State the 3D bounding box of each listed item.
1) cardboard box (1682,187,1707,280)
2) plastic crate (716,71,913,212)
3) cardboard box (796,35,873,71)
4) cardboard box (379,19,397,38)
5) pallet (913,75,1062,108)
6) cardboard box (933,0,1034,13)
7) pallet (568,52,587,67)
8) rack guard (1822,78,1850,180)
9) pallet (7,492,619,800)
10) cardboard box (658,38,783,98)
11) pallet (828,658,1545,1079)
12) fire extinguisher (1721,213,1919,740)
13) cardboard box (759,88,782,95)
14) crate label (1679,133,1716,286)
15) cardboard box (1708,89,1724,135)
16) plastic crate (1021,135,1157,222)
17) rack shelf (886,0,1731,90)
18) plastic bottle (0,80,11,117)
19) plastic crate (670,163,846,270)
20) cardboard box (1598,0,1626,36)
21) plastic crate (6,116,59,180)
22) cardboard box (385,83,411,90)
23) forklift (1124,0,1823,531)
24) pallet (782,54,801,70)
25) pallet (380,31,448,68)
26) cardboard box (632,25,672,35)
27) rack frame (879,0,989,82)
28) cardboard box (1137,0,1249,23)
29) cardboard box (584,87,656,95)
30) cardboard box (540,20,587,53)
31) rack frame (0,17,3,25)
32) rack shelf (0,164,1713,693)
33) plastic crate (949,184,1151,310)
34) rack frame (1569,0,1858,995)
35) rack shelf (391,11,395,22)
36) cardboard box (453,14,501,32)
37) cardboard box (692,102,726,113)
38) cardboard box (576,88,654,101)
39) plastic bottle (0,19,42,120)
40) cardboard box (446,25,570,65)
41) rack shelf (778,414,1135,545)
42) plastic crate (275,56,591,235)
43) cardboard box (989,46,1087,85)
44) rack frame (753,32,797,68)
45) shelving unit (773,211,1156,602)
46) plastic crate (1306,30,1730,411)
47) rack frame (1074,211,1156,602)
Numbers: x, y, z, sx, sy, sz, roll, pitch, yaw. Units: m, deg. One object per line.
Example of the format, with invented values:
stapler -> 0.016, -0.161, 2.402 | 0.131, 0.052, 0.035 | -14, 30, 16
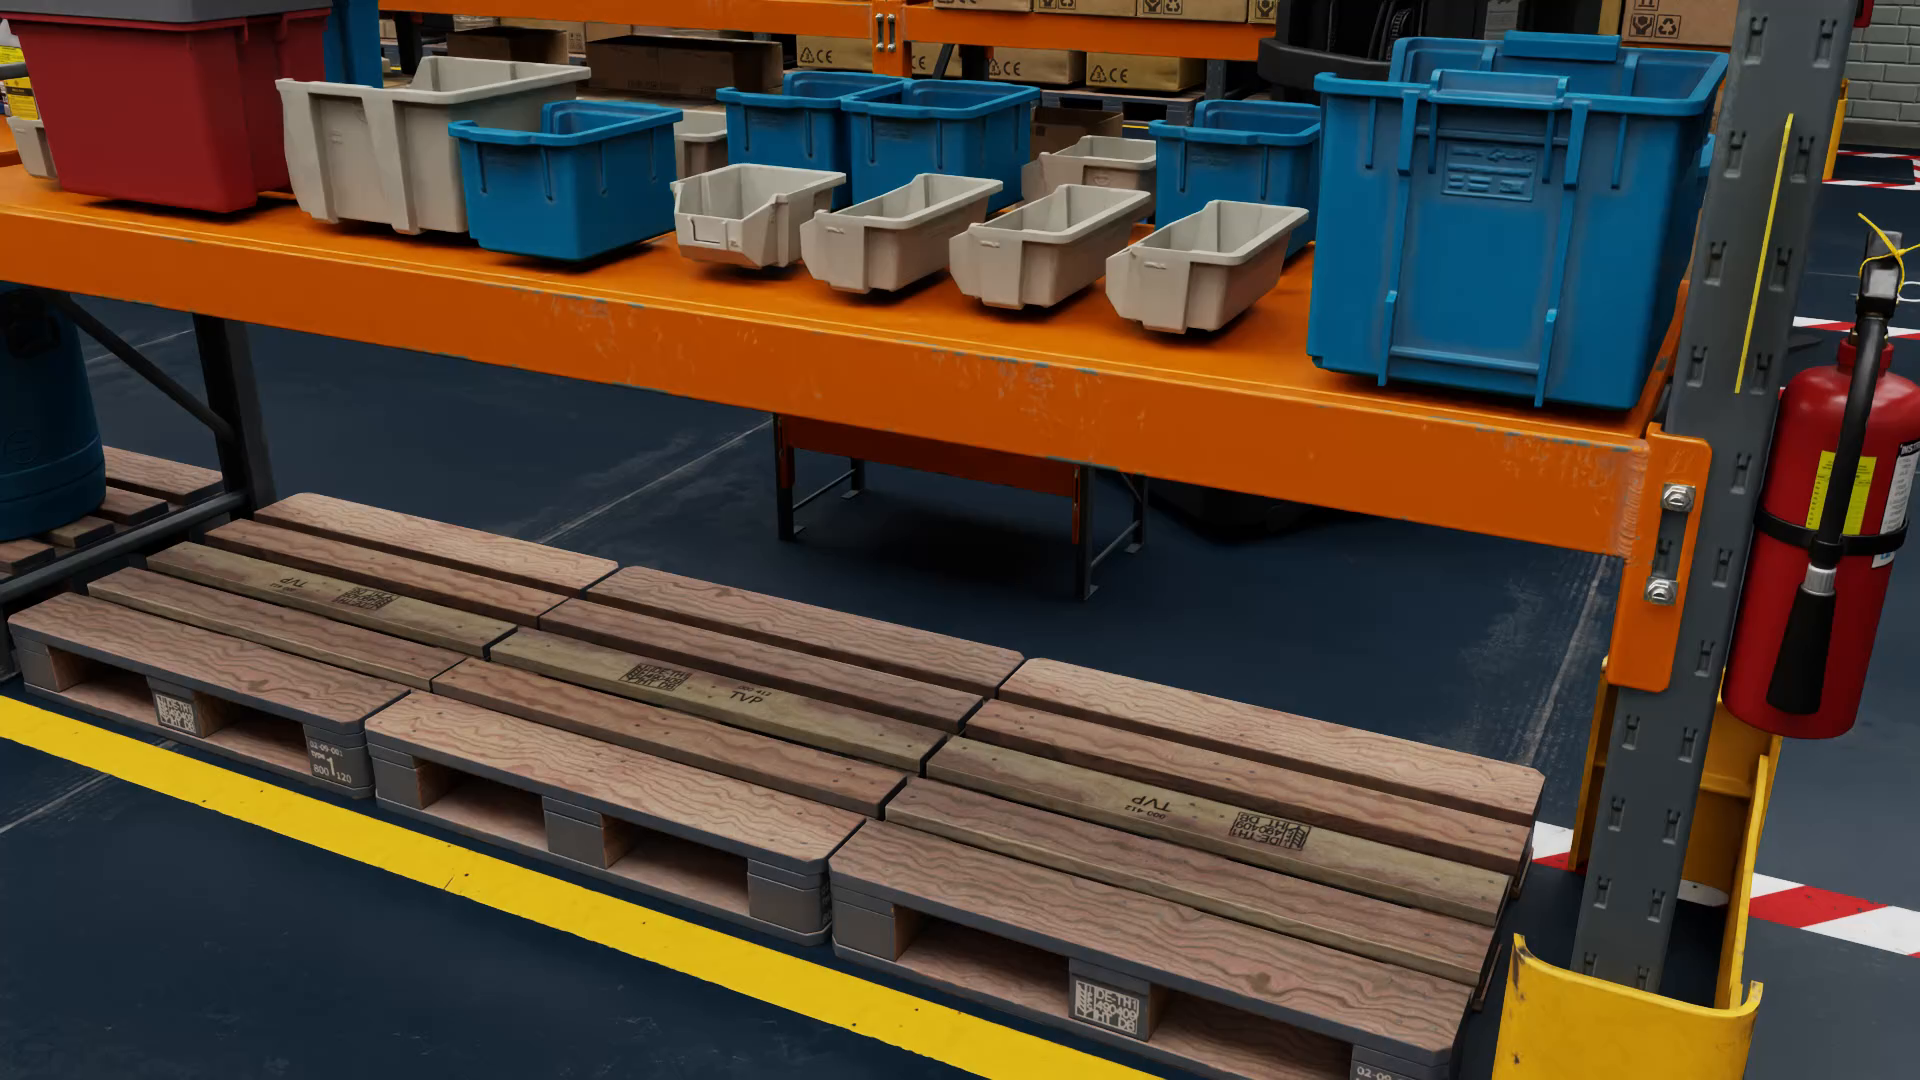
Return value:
cardboard box -> 2.852, -1.257, 7.004 | 0.500, 0.500, 0.500 | 11, 25, 25
plastic crate -> -0.304, -0.860, 3.577 | 0.300, 0.233, 0.416 | 11, 25, 25
cardboard box -> -0.862, -4.366, 13.895 | 0.750, 0.750, 0.750 | 11, 25, 24
cardboard box -> -5.519, -5.027, 16.296 | 0.250, 0.166, 0.380 | 8, 24, 18
pallet -> 0.296, -3.673, 13.618 | 1.213, 0.211, 1.003 | 11, 25, 25
cardboard box -> 0.211, -2.762, 7.784 | 0.500, 0.500, 0.500 | 12, 26, 26
pallet -> -3.240, -4.409, 15.348 | 1.213, 0.211, 1.003 | 11, 25, 25
rack guard -> 5.702, -2.771, 11.127 | 0.348, 0.500, 1.175 | 11, 25, 25
pallet -> -1.685, 0.228, 4.445 | 1.213, 0.211, 1.003 | 11, 25, 25
cardboard box -> -1.335, -2.645, 9.311 | 0.500, 0.250, 0.500 | 11, 26, 25
pallet -> 0.492, 0.659, 3.431 | 1.213, 0.211, 1.003 | 11, 25, 25
fire extinguisher -> 1.140, -0.073, 2.164 | 0.183, 0.674, 0.296 | 11, 25, 25
cardboard box -> -0.924, -2.214, 9.255 | 0.500, 0.500, 0.500 | 12, 26, 25
crate label -> 1.139, -0.575, 2.905 | 0.303, 0.233, 0.416 | 11, 25, 25
cardboard box -> 5.011, -3.057, 11.263 | 0.500, 0.500, 0.700 | 11, 25, 25
plastic crate -> 0.284, -0.736, 3.407 | 0.298, 0.136, 0.250 | 11, 25, 25
rack shelf -> 1.664, -2.217, 7.549 | 4.000, 0.370, 1.077 | 11, 25, 25
plastic bottle -> -2.724, -1.332, 4.802 | 0.097, 0.201, 0.097 | 0, 23, 0
plastic crate -> -0.383, -0.595, 3.077 | 0.250, 0.136, 0.298 | 11, 25, 25
cardboard box -> 2.462, -2.315, 6.733 | 0.500, 0.500, 0.500 | 11, 26, 25
plastic crate -> -2.008, -0.946, 3.902 | 0.243, 0.136, 0.396 | 11, 25, 25
cardboard box -> -2.944, -2.389, 9.666 | 0.500, 0.500, 0.500 | 10, 25, 23
forklift -> 1.895, -1.769, 5.663 | 3.031, 2.935, 1.130 | -12, 26, -25
pallet -> -2.155, -4.193, 14.841 | 1.213, 0.211, 1.003 | 11, 25, 25
pallet -> -5.644, -4.867, 16.426 | 1.213, 0.211, 1.003 | 11, 25, 25
cardboard box -> -2.532, -4.631, 14.938 | 0.500, 0.500, 0.700 | 11, 25, 24
rack frame -> -0.121, -2.901, 8.239 | 0.127, 3.000, 1.000 | 11, 25, 25
cardboard box -> 1.115, -2.583, 7.364 | 0.500, 0.500, 0.500 | 11, 25, 24
cardboard box -> -1.817, -2.394, 9.679 | 0.500, 0.500, 0.500 | 10, 25, 23
cardboard box -> -3.443, -4.794, 15.323 | 0.500, 0.500, 0.700 | 12, 26, 25
rack frame -> -7.260, -4.314, 11.560 | 0.127, 3.000, 1.000 | 11, 25, 25
rack shelf -> -0.574, -0.487, 3.483 | 4.000, 0.370, 1.077 | 11, 25, 25
plastic crate -> 0.149, -0.509, 2.873 | 0.243, 0.136, 0.396 | 11, 25, 25
rack frame -> 1.211, -0.465, 2.511 | 0.127, 3.000, 1.000 | 11, 25, 25
rack shelf -> -5.475, -3.629, 10.871 | 4.000, 0.370, 1.077 | 11, 25, 25
cardboard box -> -4.364, -4.972, 15.741 | 0.500, 0.500, 0.700 | 12, 26, 26
cardboard box -> -1.128, -2.030, 8.823 | 0.500, 0.500, 0.500 | 11, 26, 25
cardboard box -> -2.030, -2.208, 9.241 | 0.500, 0.500, 0.500 | 10, 25, 23
plastic bottle -> -2.563, -1.332, 4.611 | 0.185, 0.351, 0.144 | 11, 25, 25
cardboard box -> -2.698, -2.913, 9.940 | 0.500, 0.250, 0.500 | 12, 26, 27
rack shelf -> 0.006, -0.291, 5.123 | 1.000, 0.278, 0.538 | 11, 25, 25
plastic crate -> -1.080, -0.811, 3.398 | 0.530, 0.282, 0.437 | 11, 25, 25
cardboard box -> 0.678, -4.061, 13.177 | 0.750, 0.750, 0.750 | 12, 26, 26
rack frame -> -1.459, -5.338, 13.969 | 0.127, 3.000, 1.000 | 11, 25, 25
shelving unit -> 0.006, -0.516, 5.027 | 1.048, 1.125, 0.538 | 11, 25, 25
plastic crate -> 0.827, -0.503, 2.478 | 0.499, 0.435, 0.616 | 11, 25, 25
rack frame -> 0.460, -0.427, 4.816 | 0.032, 1.125, 0.500 | 11, 25, 25
